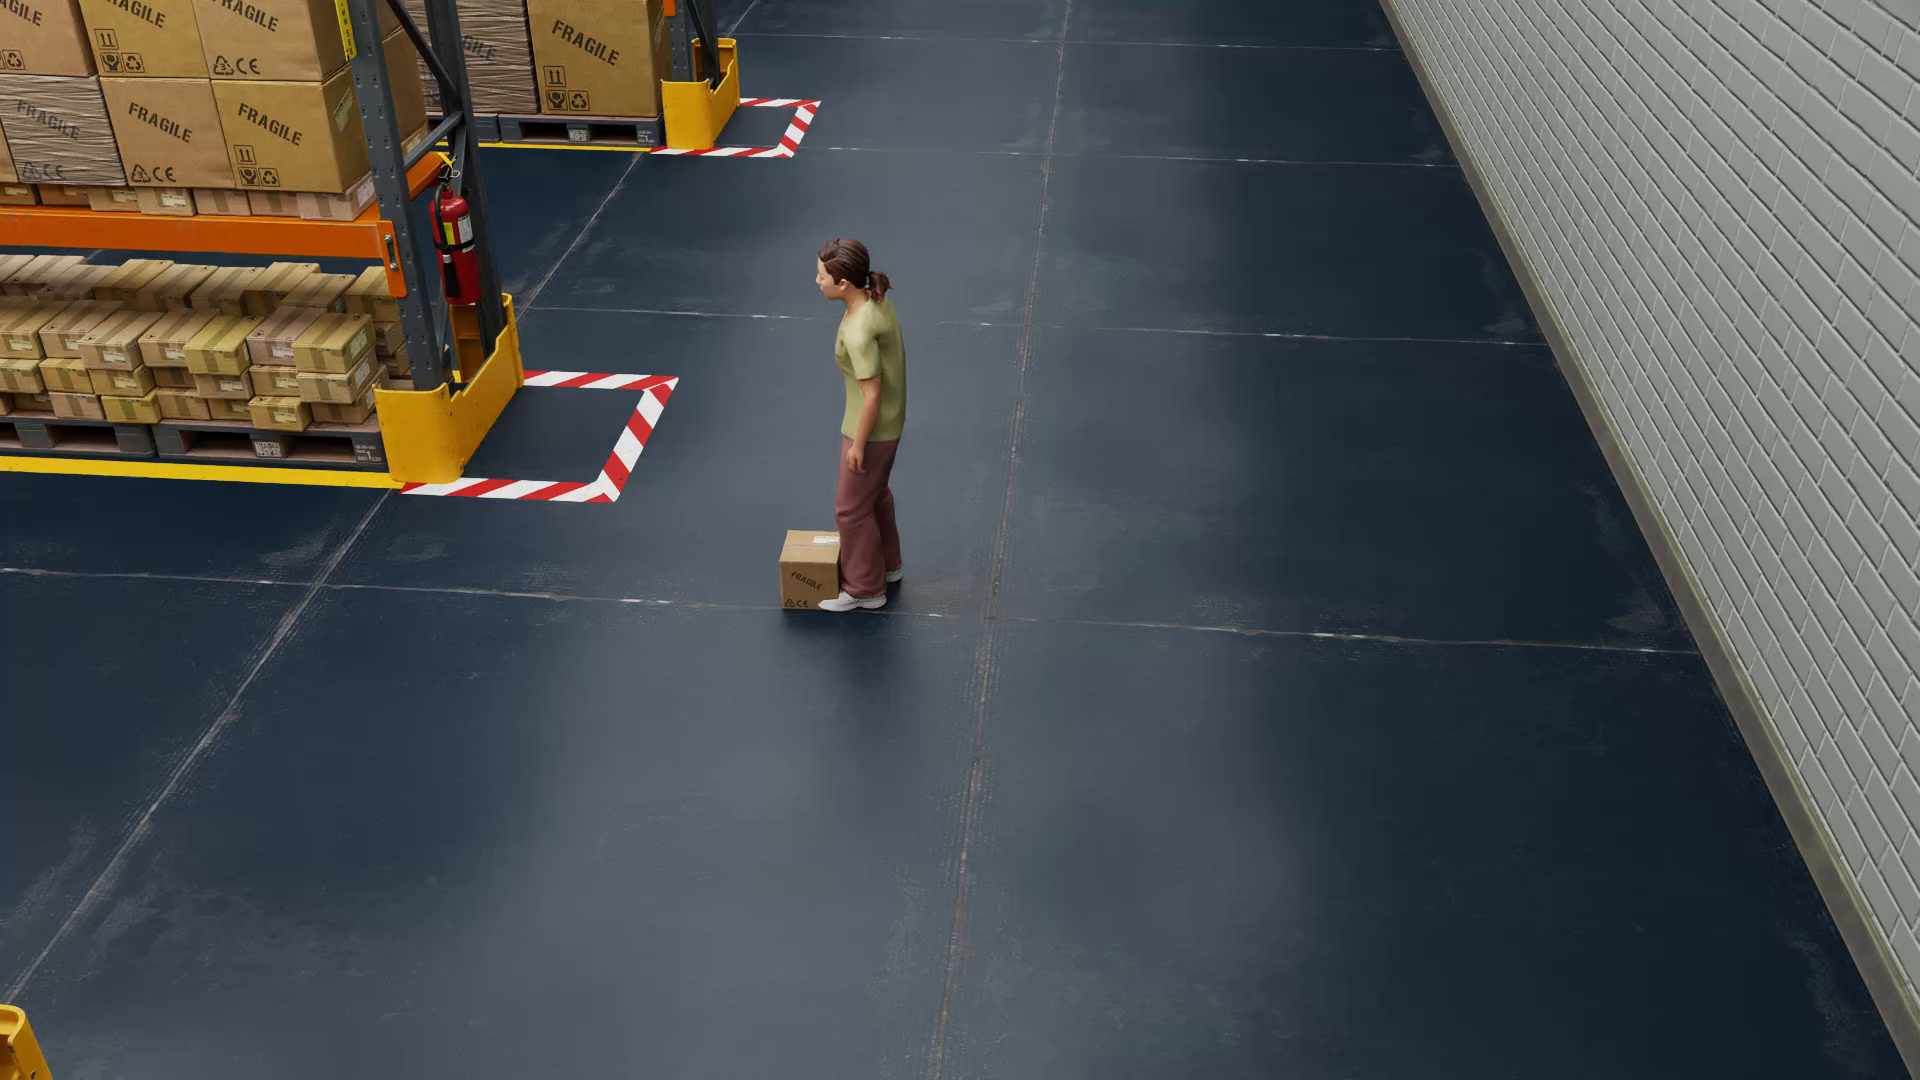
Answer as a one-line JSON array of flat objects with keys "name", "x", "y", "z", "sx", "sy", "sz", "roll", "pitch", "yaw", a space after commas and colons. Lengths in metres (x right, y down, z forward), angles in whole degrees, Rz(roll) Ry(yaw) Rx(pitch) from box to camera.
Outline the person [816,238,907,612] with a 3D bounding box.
[{"name": "person", "x": -0.420, "y": -0.465, "z": 6.880, "sx": 0.404, "sy": 1.673, "sz": 0.500, "roll": 2, "pitch": 32, "yaw": 4}]
